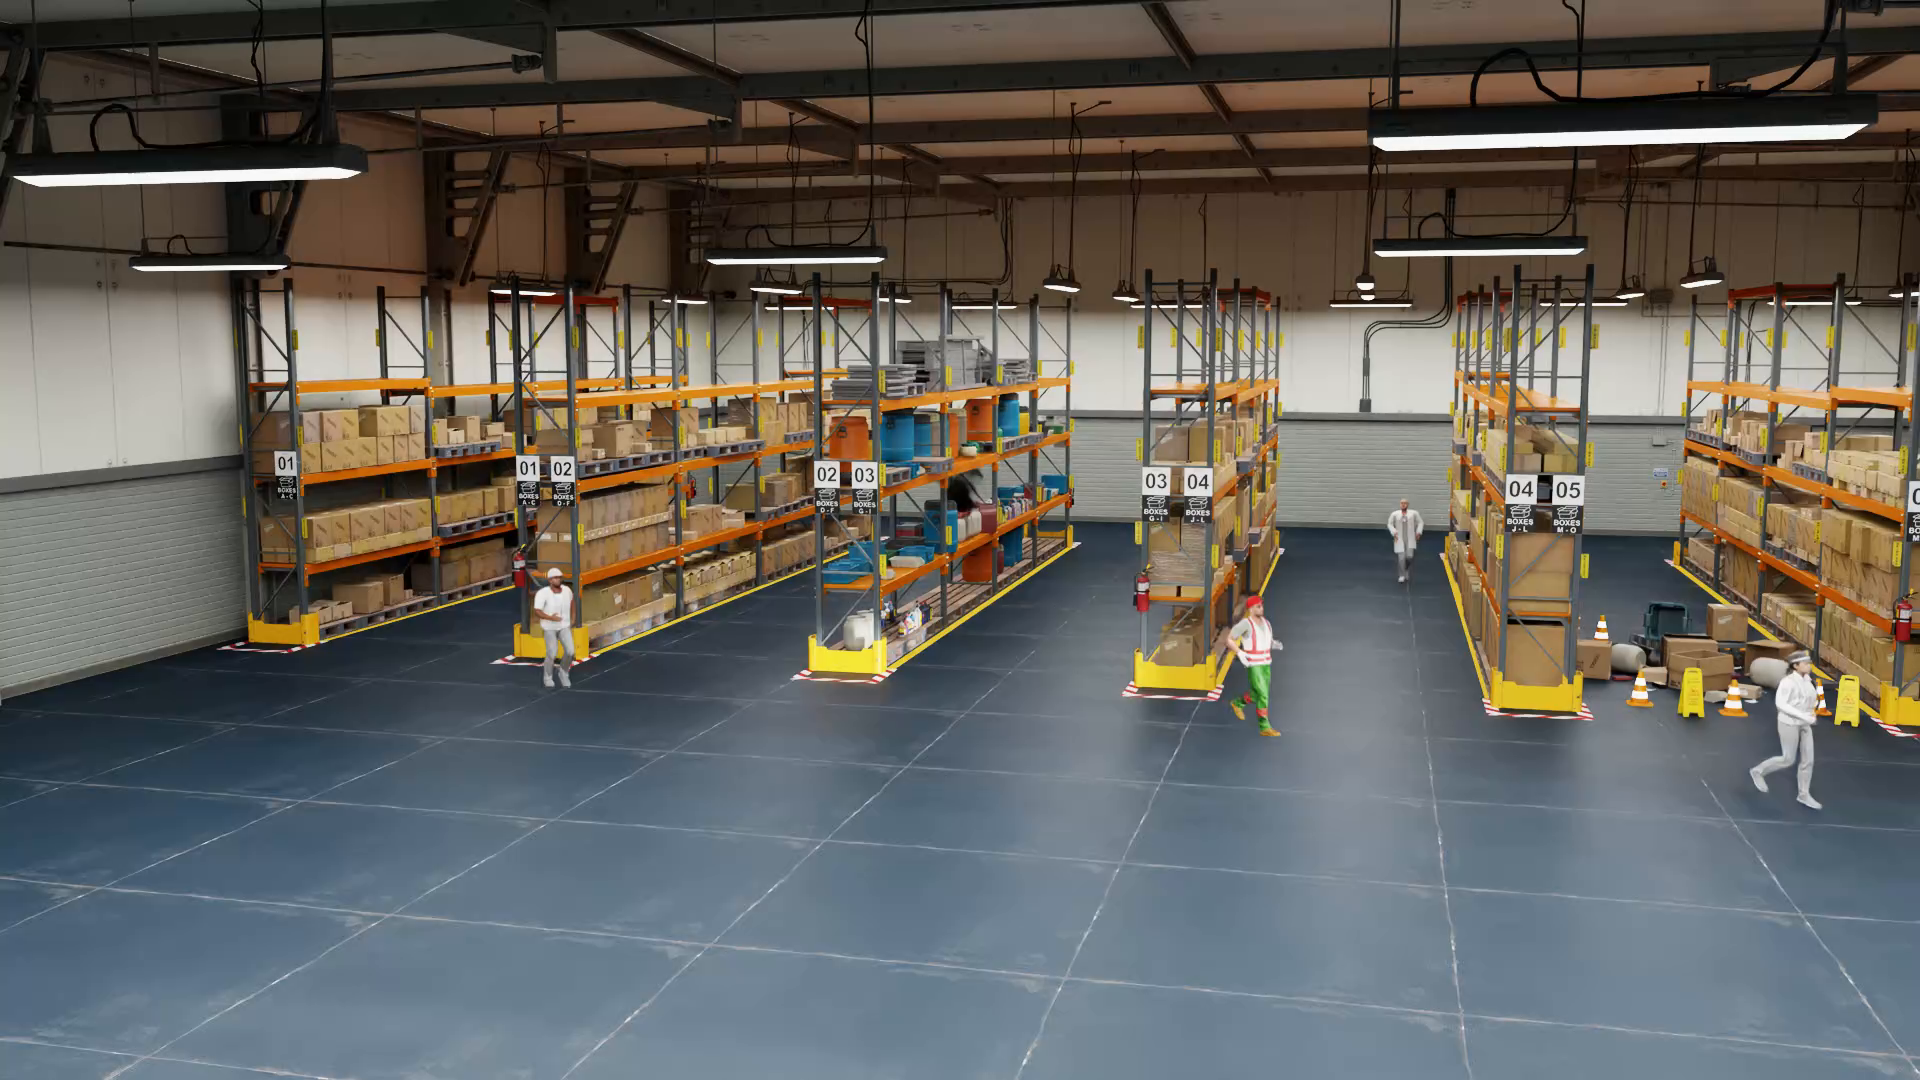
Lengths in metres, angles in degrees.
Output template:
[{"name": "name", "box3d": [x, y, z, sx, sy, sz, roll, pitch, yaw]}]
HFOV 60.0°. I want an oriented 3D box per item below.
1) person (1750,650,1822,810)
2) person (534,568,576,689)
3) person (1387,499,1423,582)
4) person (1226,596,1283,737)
[{"name": "person", "box3d": [9.044, 2.013, 18.075, 0.640, 1.703, 0.785, -4, 8, -31]}, {"name": "person", "box3d": [-5.765, 1.280, 23.902, 0.727, 1.774, 0.688, -6, 9, -39]}, {"name": "person", "box3d": [9.218, 0.012, 34.471, 0.721, 1.738, 0.586, 2, 7, 16]}, {"name": "person", "box3d": [3.763, 1.587, 21.210, 0.669, 1.765, 0.909, -5, 9, -38]}]
